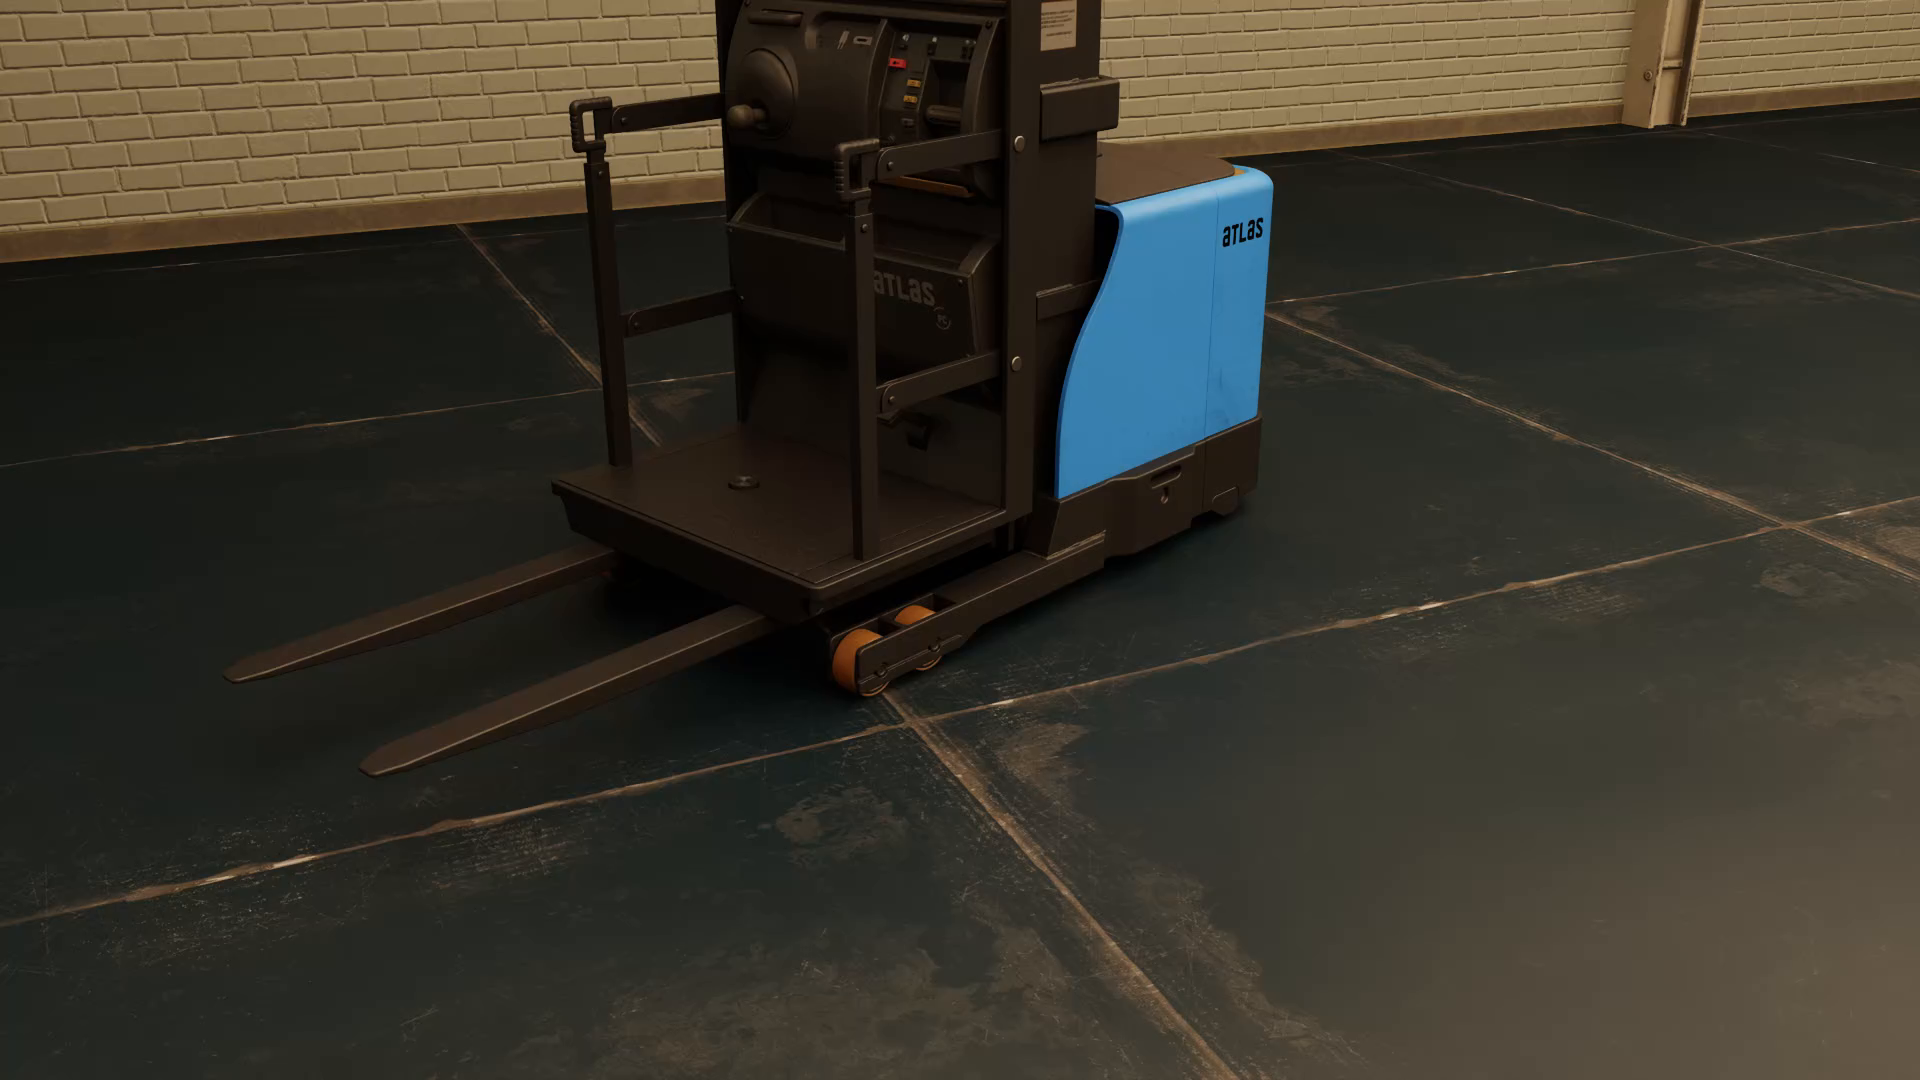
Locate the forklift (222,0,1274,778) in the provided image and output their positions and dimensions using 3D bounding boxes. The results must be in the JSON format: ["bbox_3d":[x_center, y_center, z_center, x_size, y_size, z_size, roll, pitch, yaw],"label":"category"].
[{"bbox_3d":[-0.413,-1.182,4.131,1.130,2.935,3.031,19,29,39],"label":"forklift"}]
